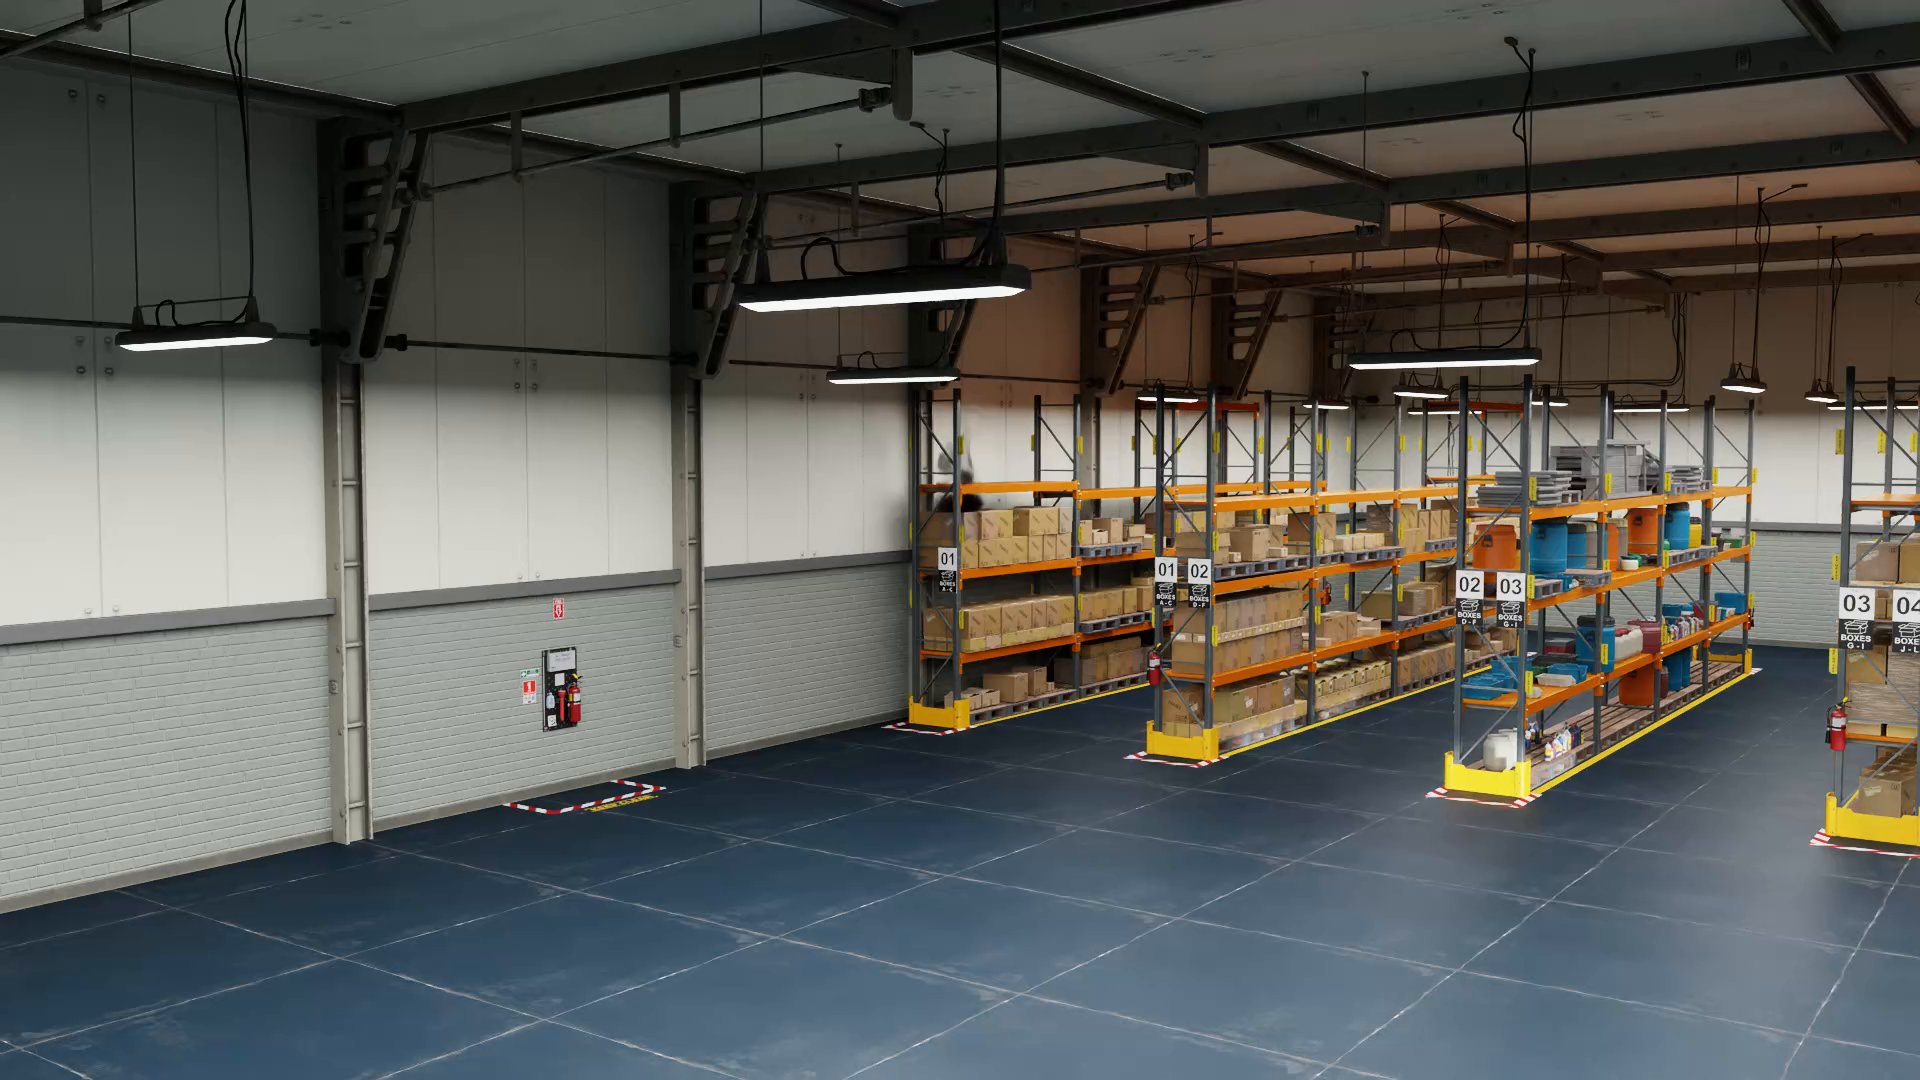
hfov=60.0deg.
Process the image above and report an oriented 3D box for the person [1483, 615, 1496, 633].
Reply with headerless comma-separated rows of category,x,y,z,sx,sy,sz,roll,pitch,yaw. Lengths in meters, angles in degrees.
person,13.215,1.825,41.432,0.580,1.658,0.638,-2,4,-33
